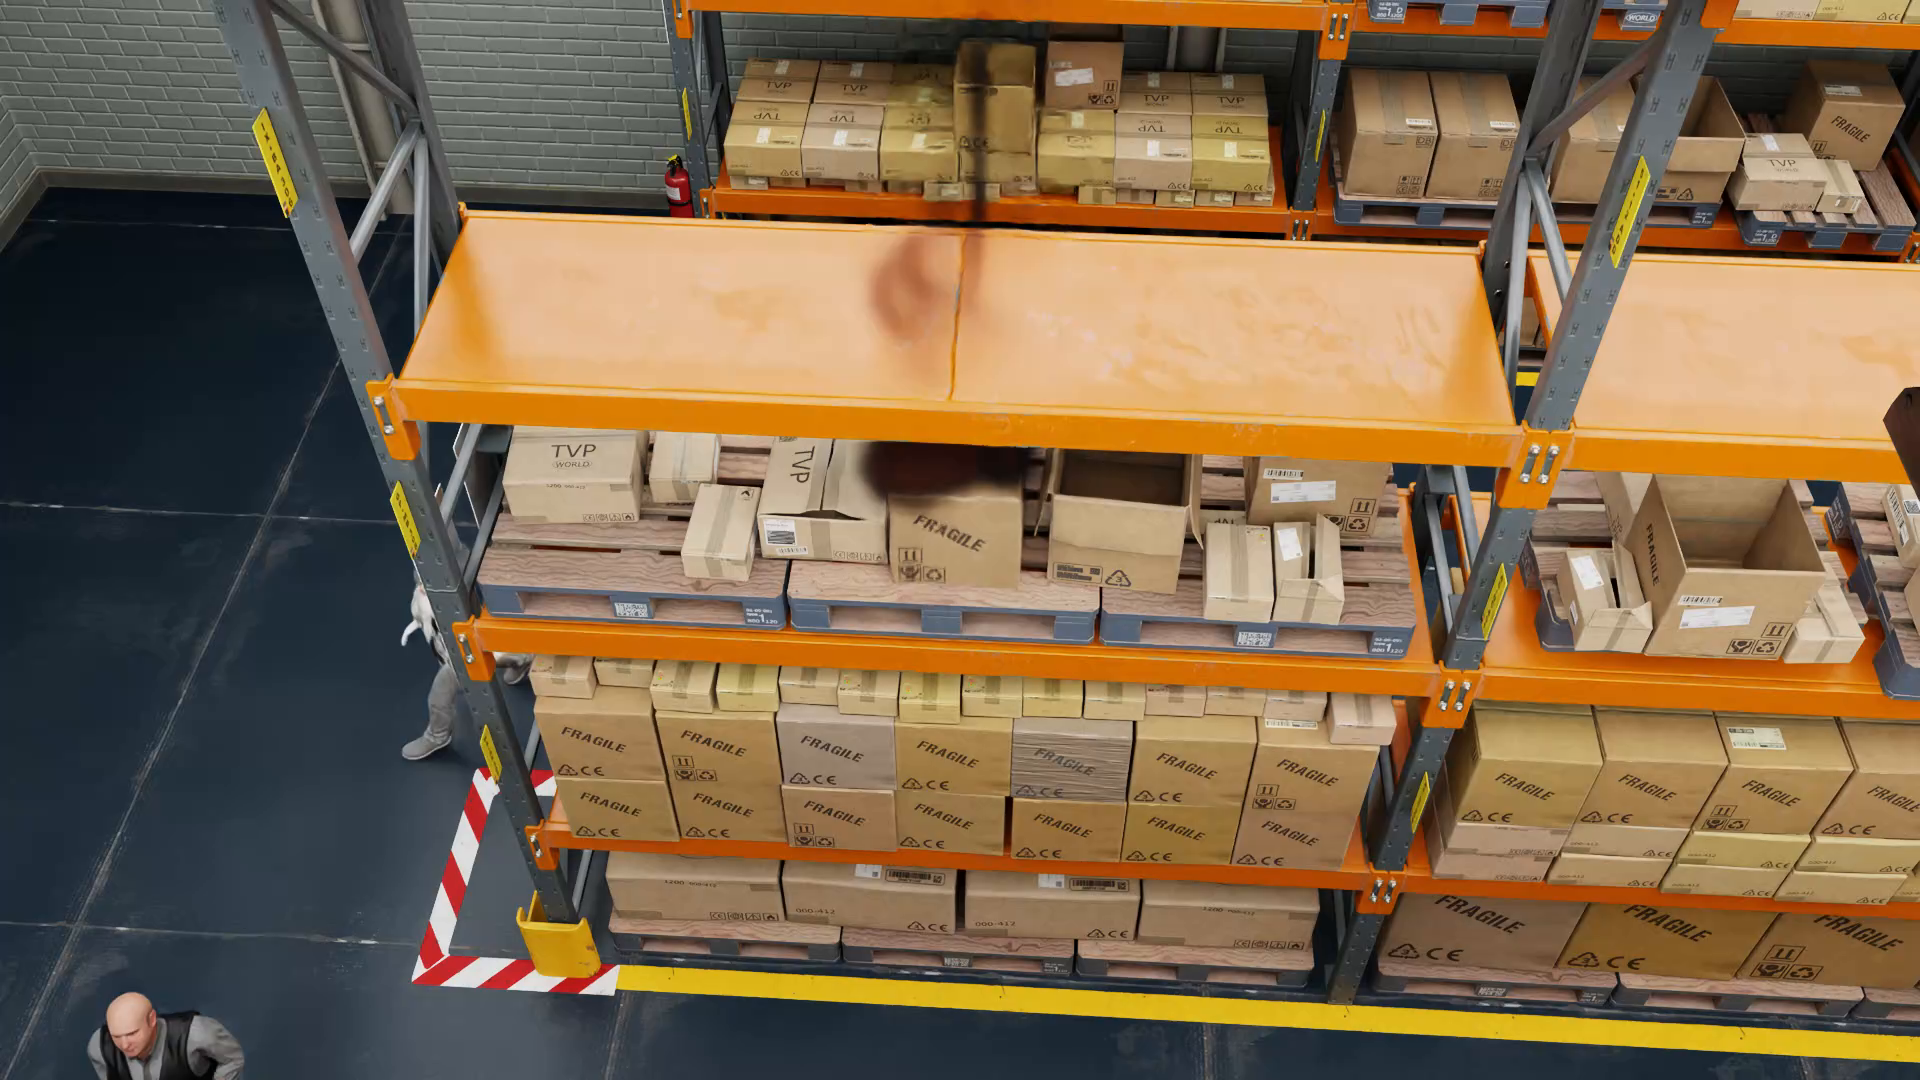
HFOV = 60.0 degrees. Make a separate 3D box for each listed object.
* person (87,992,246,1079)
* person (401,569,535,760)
[{"bbox_3d":[-3.418,2.508,7.342,0.653,1.673,0.573,-8,48,-7],"label":"person"},{"bbox_3d":[-2.739,0.599,9.064,0.925,1.662,0.671,-27,53,-23],"label":"person"}]
